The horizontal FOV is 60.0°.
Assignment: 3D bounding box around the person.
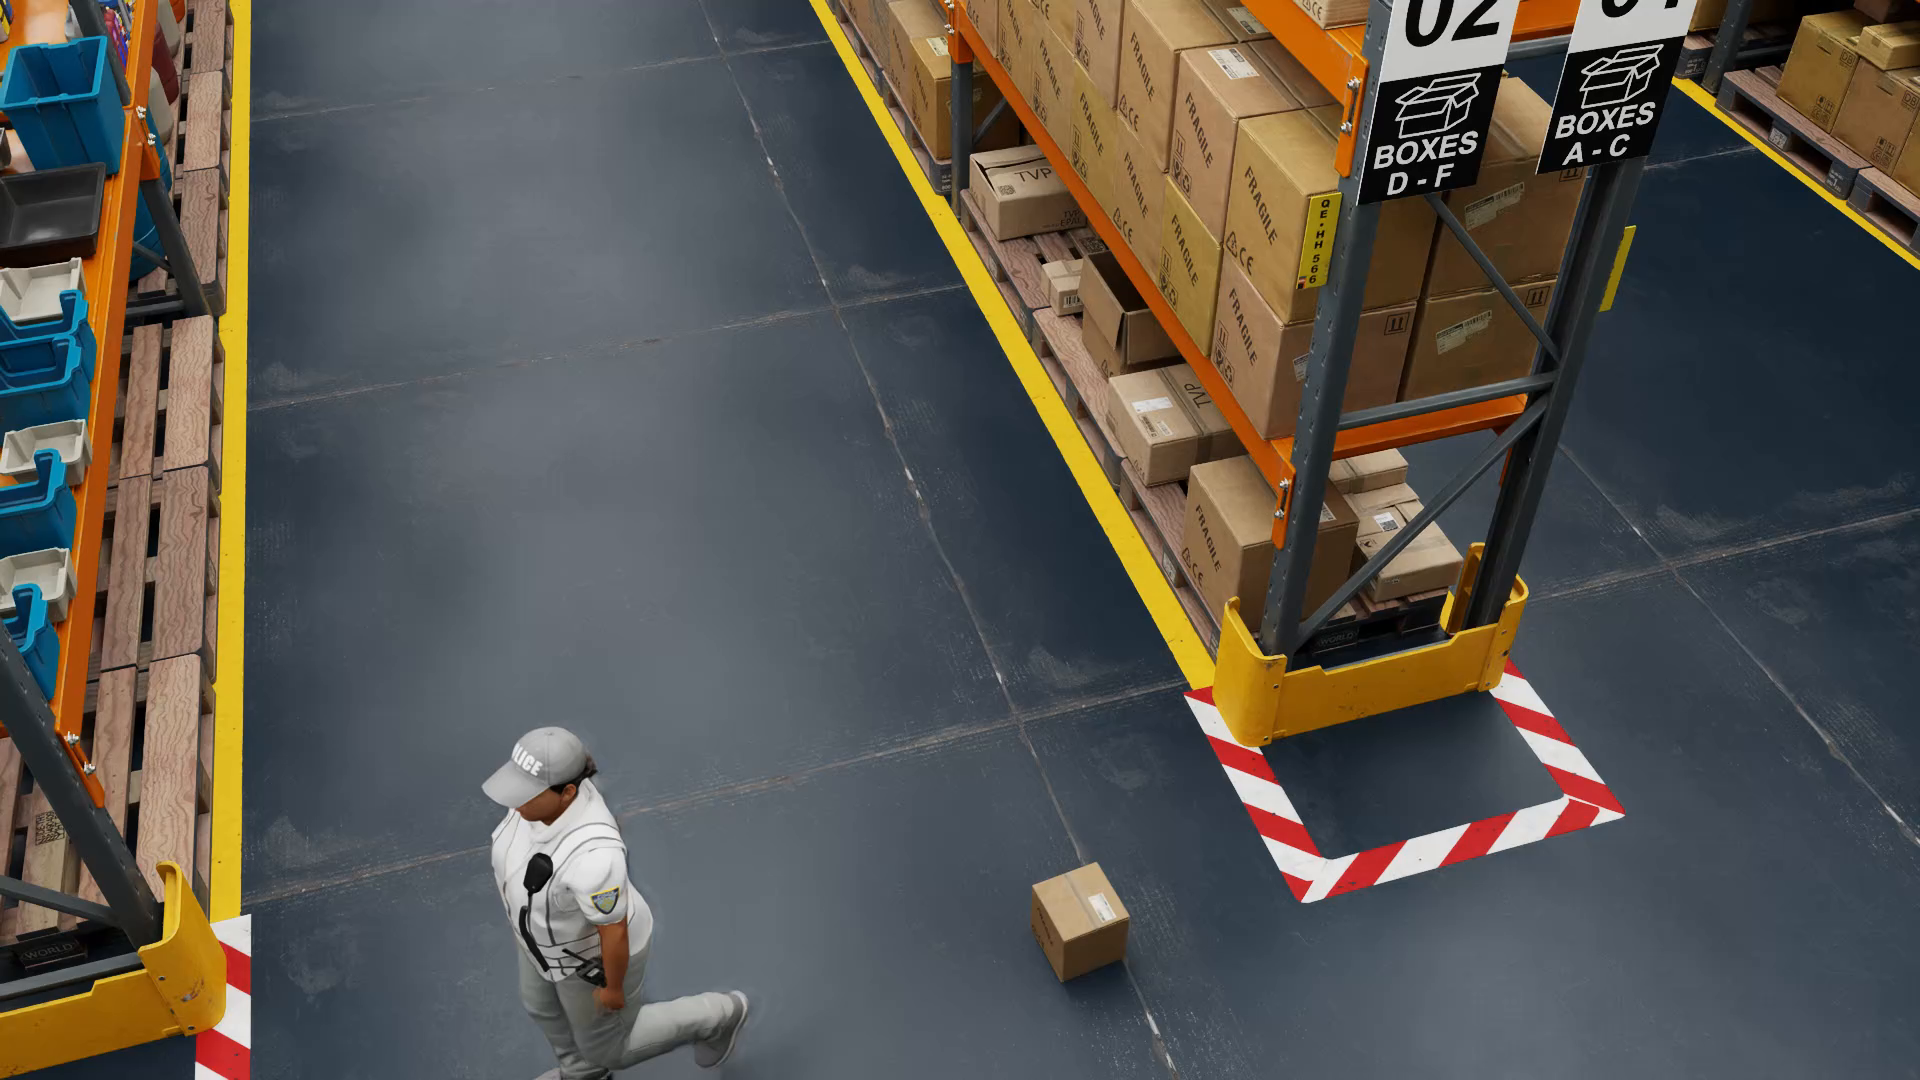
[{"bbox_3d":[-1.059,1.132,4.900,0.727,1.636,0.482,-24,48,-24],"label":"person"}]
